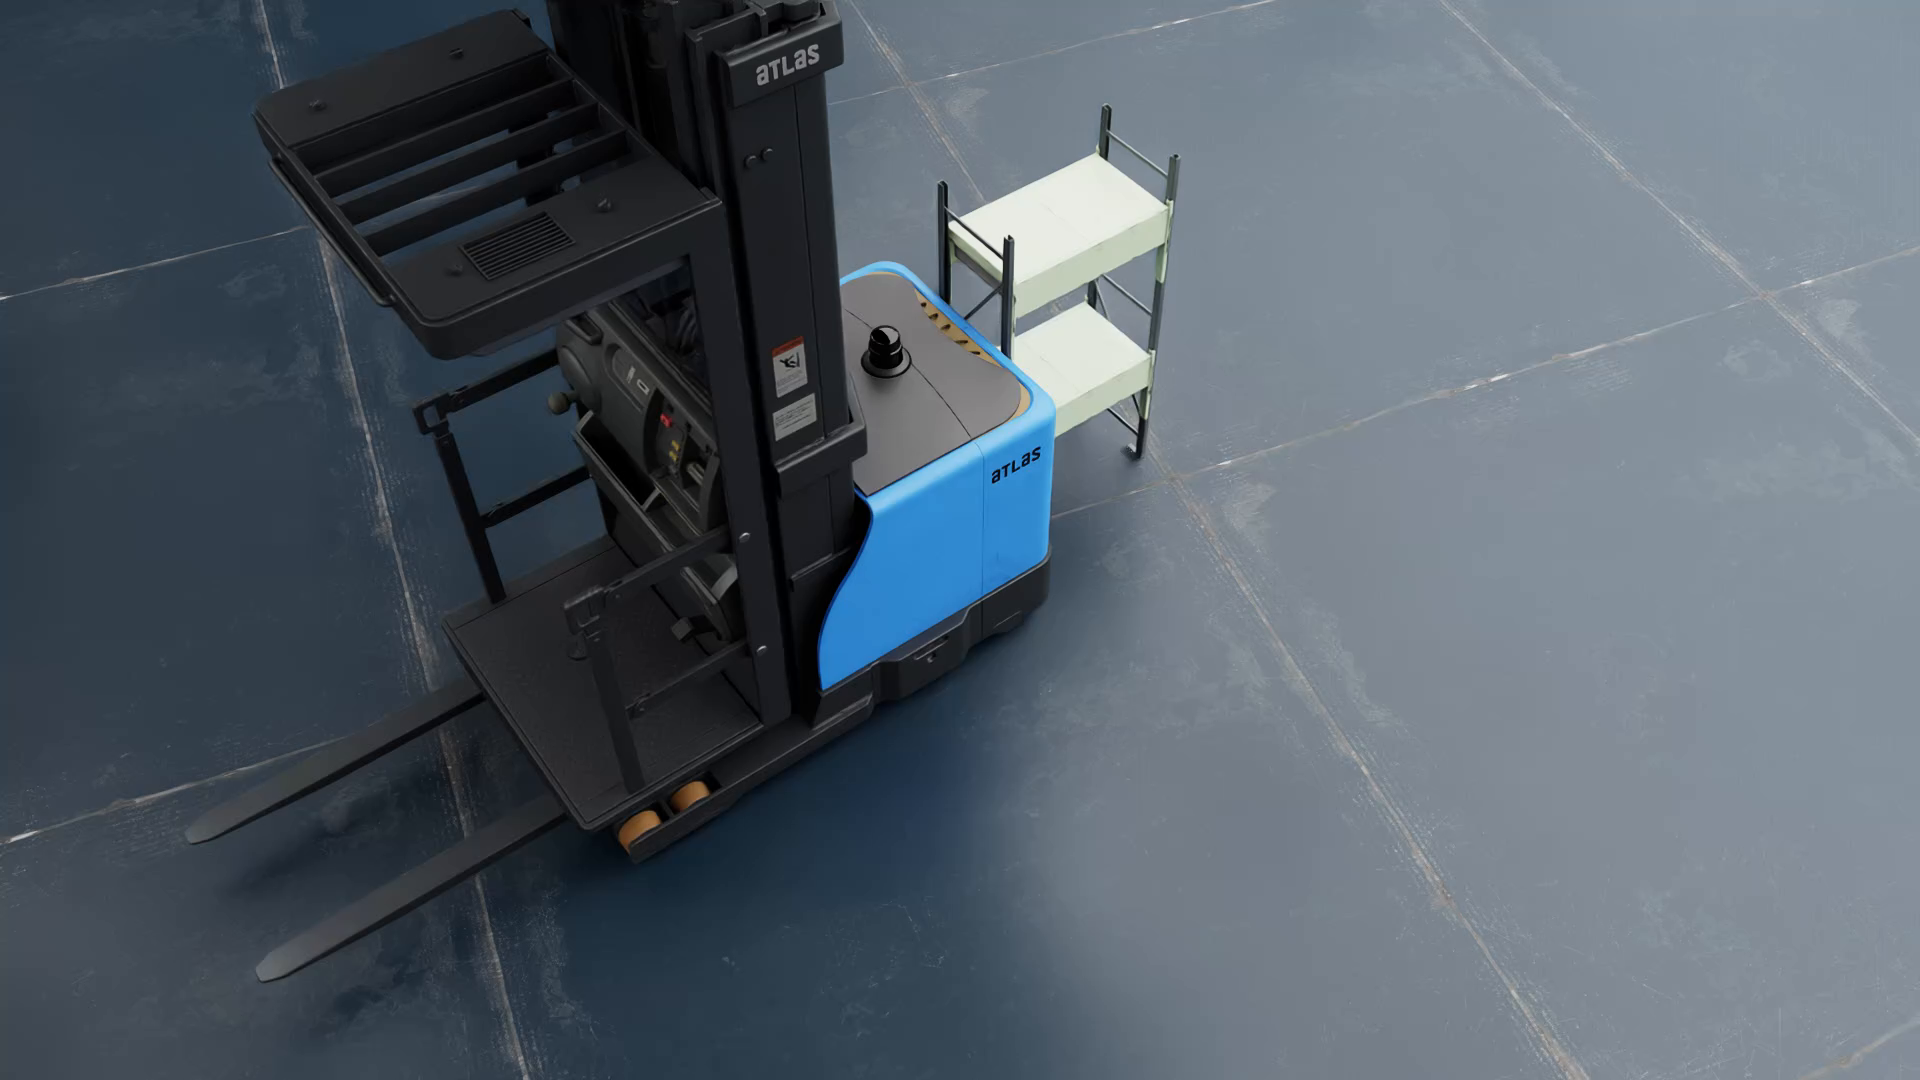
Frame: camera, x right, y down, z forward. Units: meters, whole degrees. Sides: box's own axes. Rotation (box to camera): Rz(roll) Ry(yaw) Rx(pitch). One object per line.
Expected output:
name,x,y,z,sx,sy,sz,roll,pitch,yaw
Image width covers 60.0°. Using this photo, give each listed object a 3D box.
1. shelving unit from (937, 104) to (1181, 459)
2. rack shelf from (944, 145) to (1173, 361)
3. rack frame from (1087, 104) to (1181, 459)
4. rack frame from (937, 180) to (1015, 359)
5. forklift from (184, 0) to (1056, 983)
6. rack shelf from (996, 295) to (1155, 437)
shelving unit,0.344,-0.783,6.274,0.755,1.500,0.431,-30,56,-23
rack shelf,0.344,-1.037,5.978,0.720,0.370,0.431,-30,56,-23
rack frame,0.636,-0.950,6.418,0.023,1.500,0.400,-30,56,-23
rack frame,0.051,-0.615,6.130,0.023,1.500,0.400,-30,56,-23
forklift,-1.144,-0.335,4.946,3.031,2.935,1.130,-30,56,-23
rack shelf,0.344,-0.570,6.522,0.720,0.370,0.431,-30,56,-23
